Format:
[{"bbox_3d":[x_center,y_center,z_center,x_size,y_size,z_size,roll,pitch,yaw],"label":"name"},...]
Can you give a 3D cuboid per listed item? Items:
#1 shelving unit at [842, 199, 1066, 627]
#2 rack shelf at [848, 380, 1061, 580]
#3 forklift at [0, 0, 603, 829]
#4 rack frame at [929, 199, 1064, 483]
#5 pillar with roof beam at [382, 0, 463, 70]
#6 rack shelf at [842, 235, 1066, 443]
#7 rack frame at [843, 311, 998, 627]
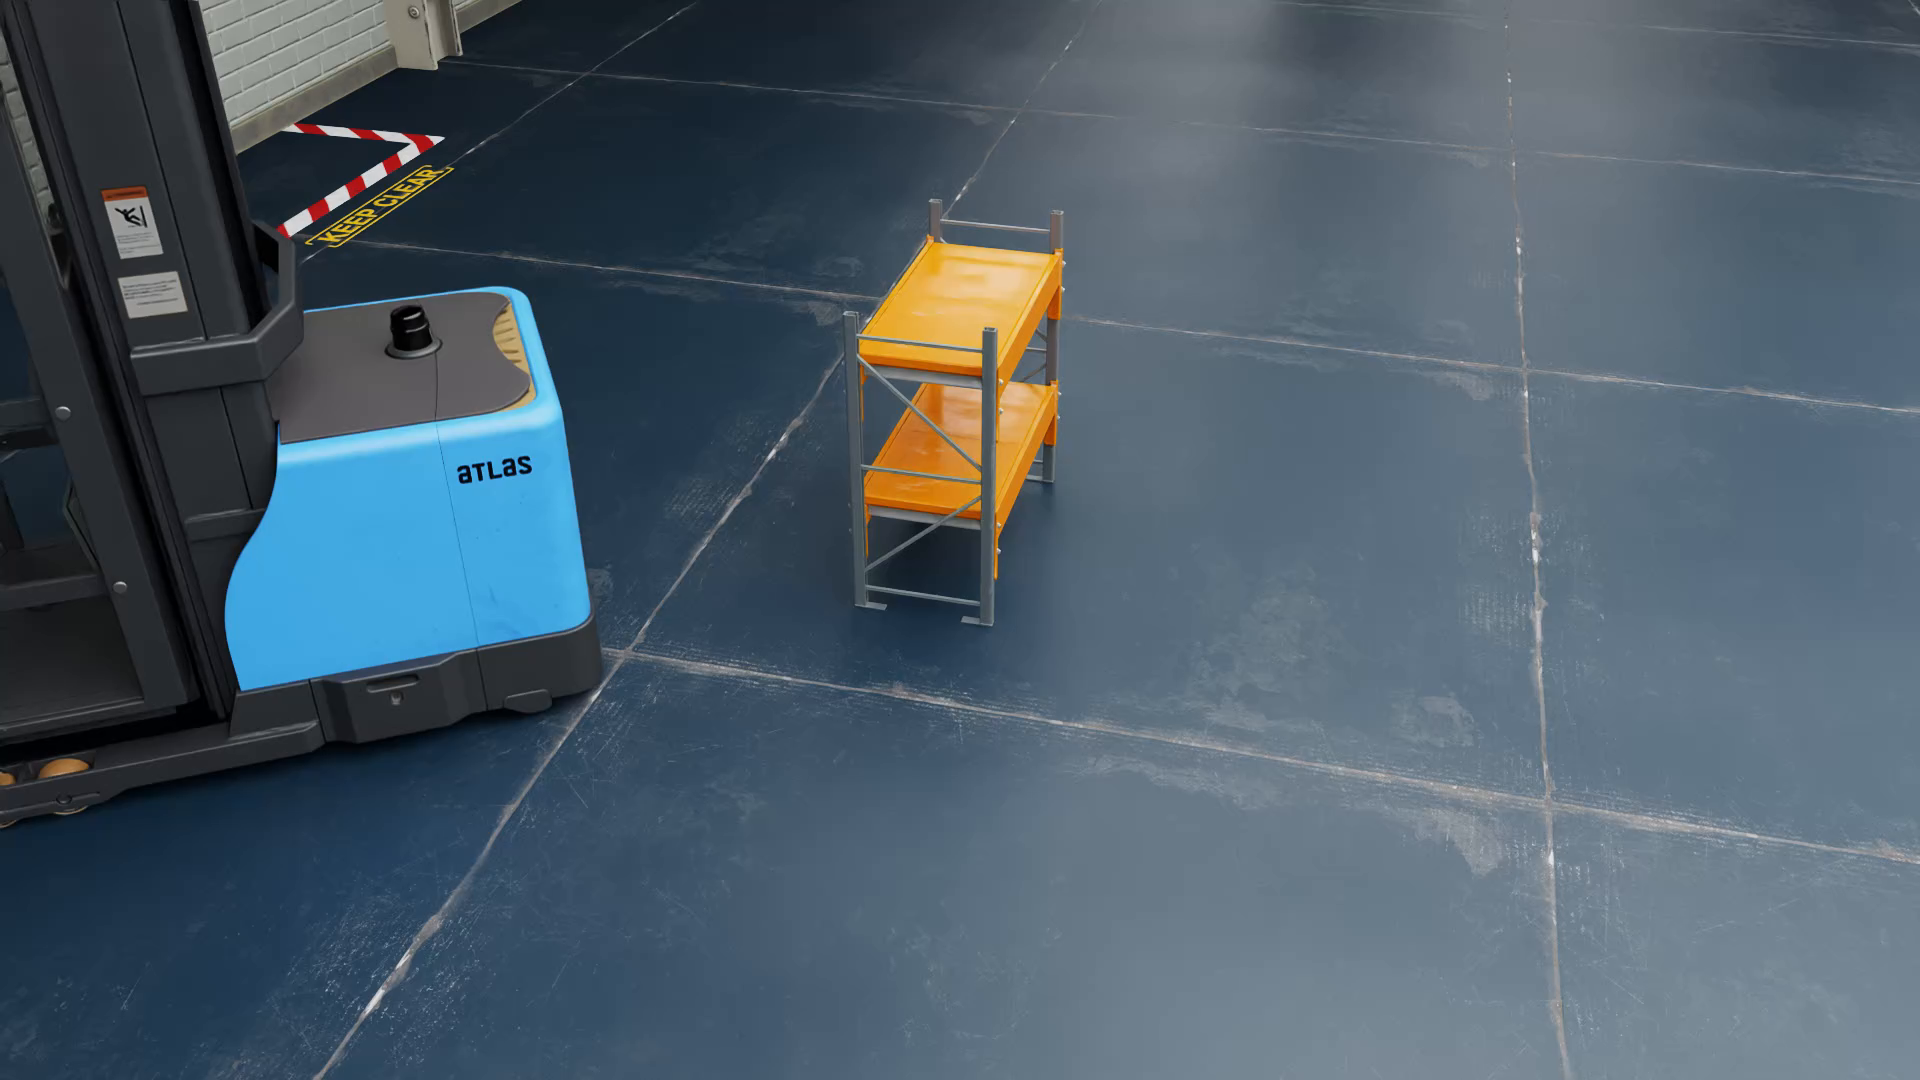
[{"bbox_3d":[0.002,-0.478,5.954,0.538,1.125,1.048,8,33,12],"label":"shelving unit"},{"bbox_3d":[0.002,-0.272,6.085,0.538,0.278,1.000,8,33,12],"label":"rack shelf"},{"bbox_3d":[-2.739,-0.703,4.625,3.031,2.935,1.130,-10,34,-16],"label":"forklift"},{"bbox_3d":[0.131,-0.742,6.369,0.500,1.125,0.032,8,33,12],"label":"rack frame"},{"bbox_3d":[0.508,-6.513,8.108,9.100,9.000,0.400,8,33,12],"label":"pillar with roof beam"},{"bbox_3d":[0.002,-0.725,5.797,0.538,0.278,1.000,8,33,12],"label":"rack shelf"},{"bbox_3d":[-0.127,-0.214,5.539,0.500,1.125,0.032,8,33,12],"label":"rack frame"}]
